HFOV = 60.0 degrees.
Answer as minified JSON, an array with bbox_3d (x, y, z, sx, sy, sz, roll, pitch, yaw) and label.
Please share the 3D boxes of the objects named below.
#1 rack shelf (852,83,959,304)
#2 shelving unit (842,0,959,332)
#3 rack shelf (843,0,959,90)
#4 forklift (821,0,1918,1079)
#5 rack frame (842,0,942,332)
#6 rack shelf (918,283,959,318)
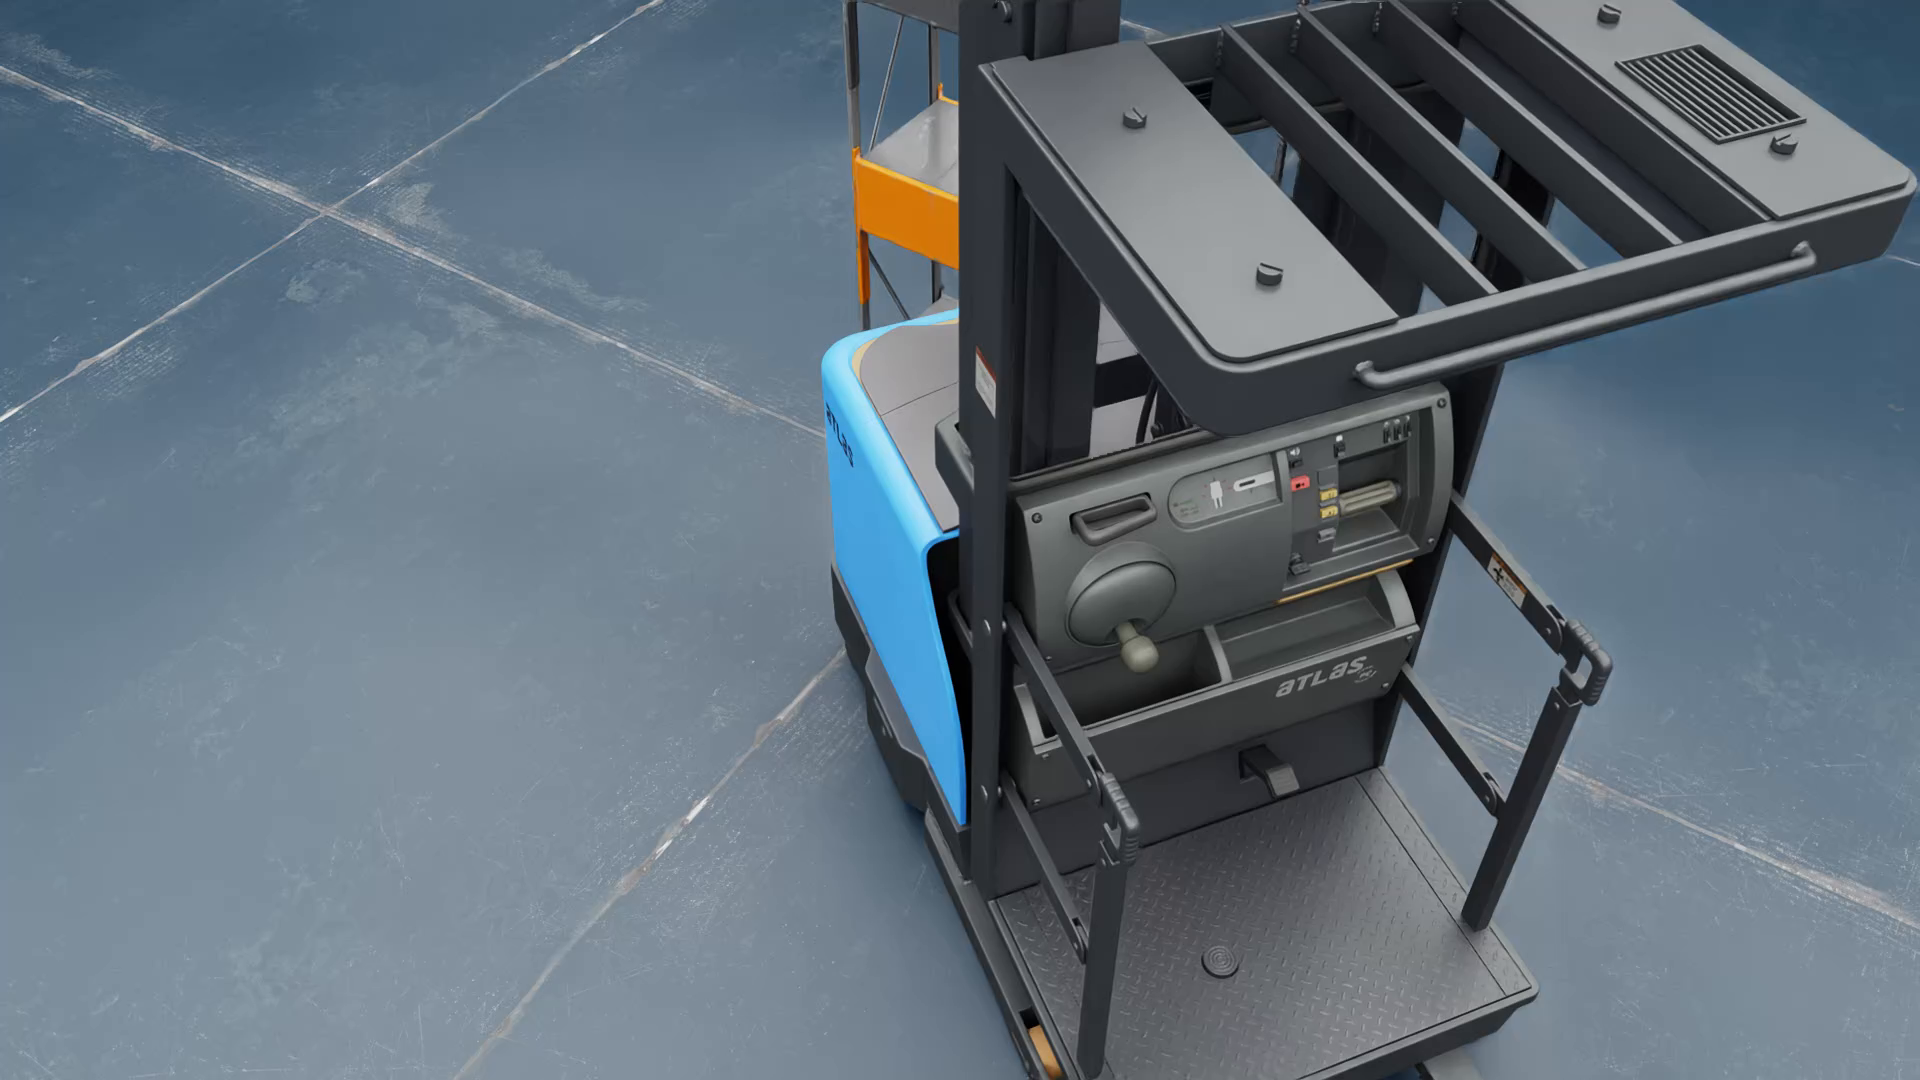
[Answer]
[{"bbox_3d":[0.024,-0.892,4.671,0.480,0.518,0.431,26,51,23],"label":"rack shelf"},{"bbox_3d":[0.024,-0.901,4.662,0.503,2.100,0.431,26,51,23],"label":"shelving unit"},{"bbox_3d":[0.024,-1.379,4.169,0.480,0.518,0.431,26,51,23],"label":"rack shelf"},{"bbox_3d":[0.642,0.073,3.135,1.130,2.935,3.031,-16,48,-15],"label":"forklift"},{"bbox_3d":[-0.177,-1.001,4.759,0.015,2.100,0.400,26,51,23],"label":"rack frame"},{"bbox_3d":[0.024,-0.404,5.173,0.480,0.518,0.431,26,51,23],"label":"rack shelf"}]
